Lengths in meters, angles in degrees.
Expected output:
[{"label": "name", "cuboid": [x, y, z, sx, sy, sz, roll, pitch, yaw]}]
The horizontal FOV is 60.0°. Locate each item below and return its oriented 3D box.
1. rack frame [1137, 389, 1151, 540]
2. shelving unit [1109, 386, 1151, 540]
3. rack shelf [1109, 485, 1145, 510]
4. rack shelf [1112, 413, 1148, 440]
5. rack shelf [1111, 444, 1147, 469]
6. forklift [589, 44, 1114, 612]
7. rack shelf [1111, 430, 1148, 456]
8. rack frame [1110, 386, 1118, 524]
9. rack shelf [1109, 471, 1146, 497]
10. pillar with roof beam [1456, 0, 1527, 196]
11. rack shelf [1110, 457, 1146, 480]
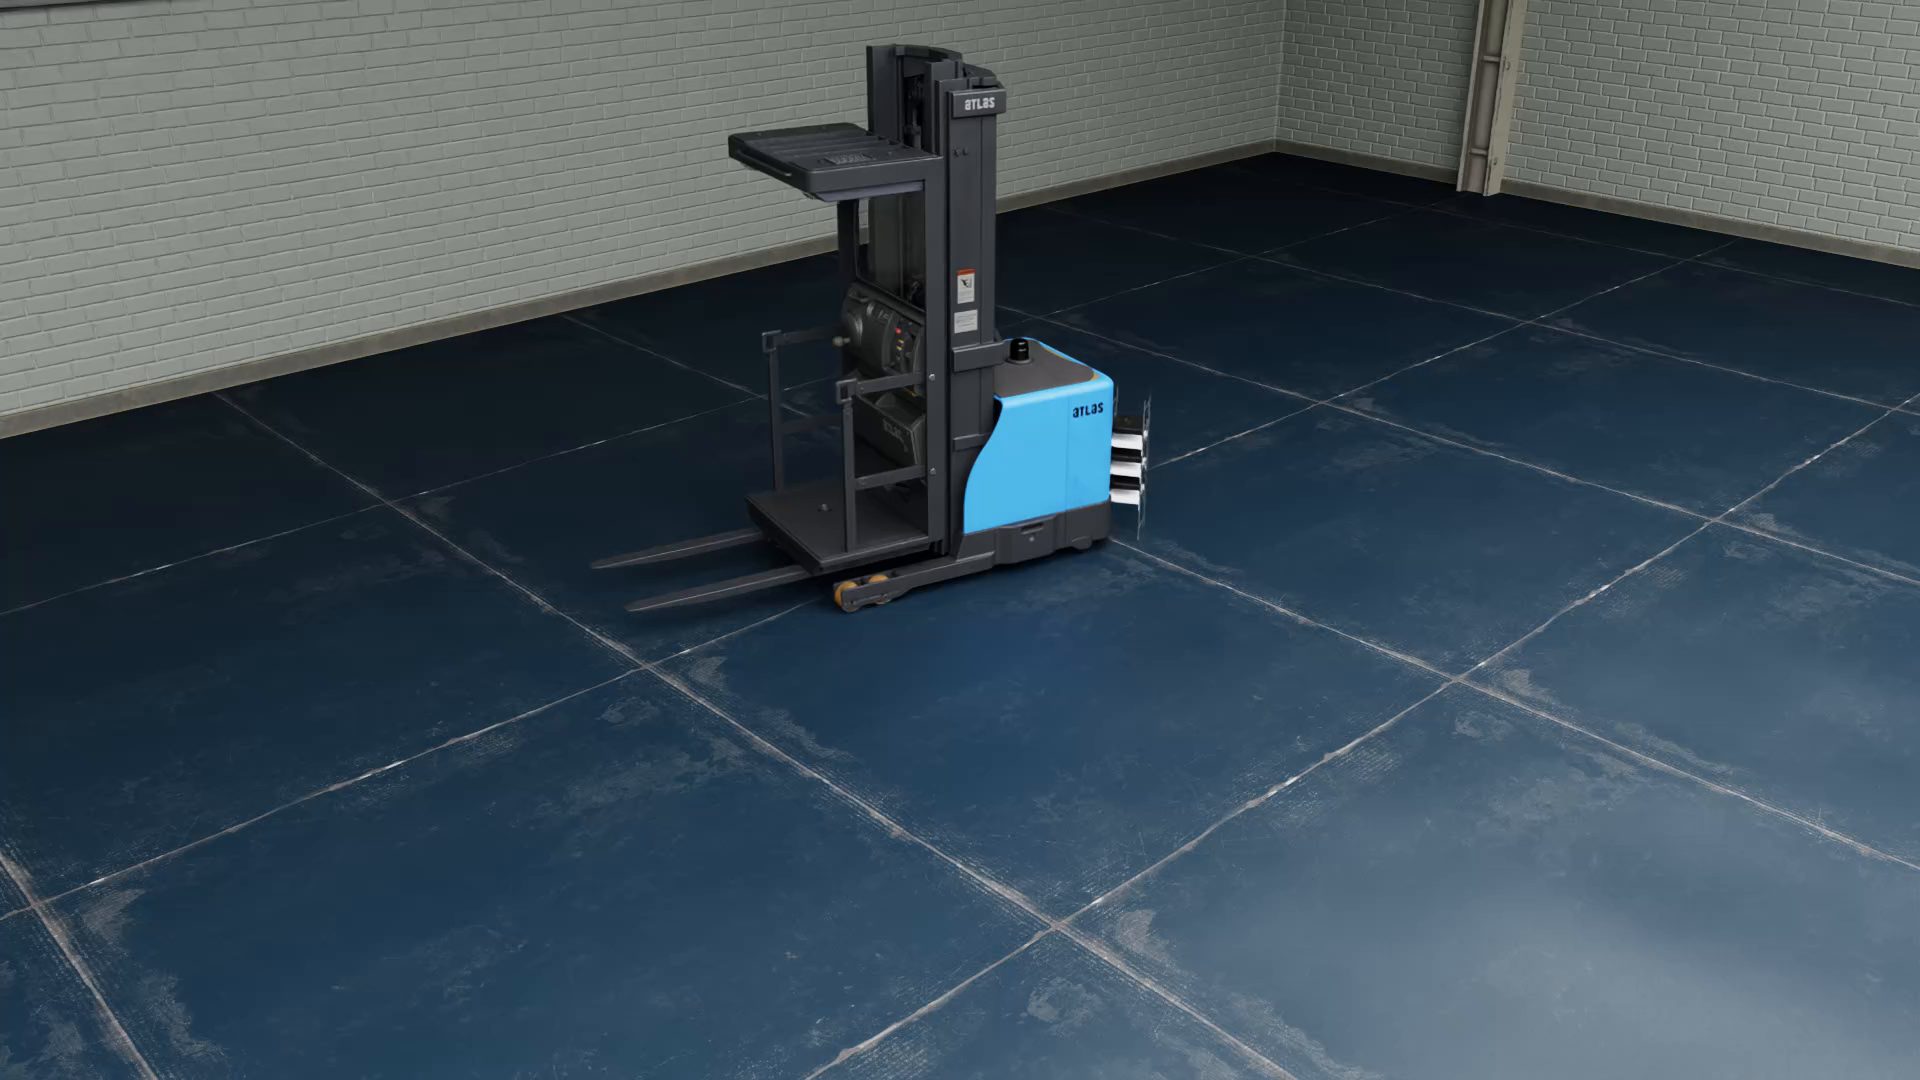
[{"label": "rack frame", "cuboid": [1.128, -0.460, 10.173, 0.006, 0.900, 0.240, 6, 25, 13]}, {"label": "shelving unit", "cuboid": [1.029, -0.470, 10.197, 0.210, 0.900, 0.258, 6, 25, 13]}, {"label": "rack shelf", "cuboid": [1.029, -0.276, 10.285, 0.200, 0.077, 0.258, 6, 25, 13]}, {"label": "rack shelf", "cuboid": [1.029, -0.686, 10.099, 0.200, 0.077, 0.258, 6, 25, 13]}, {"label": "rack shelf", "cuboid": [1.029, -0.522, 10.173, 0.200, 0.077, 0.258, 6, 25, 13]}, {"label": "forklift", "cuboid": [-0.620, -1.178, 9.301, 3.031, 2.935, 1.130, -13, 28, -27]}, {"label": "rack shelf", "cuboid": [1.029, -0.604, 10.136, 0.200, 0.077, 0.258, 6, 25, 13]}, {"label": "rack frame", "cuboid": [0.931, -0.481, 10.220, 0.006, 0.900, 0.240, 6, 25, 13]}, {"label": "rack shelf", "cuboid": [1.029, -0.358, 10.248, 0.200, 0.077, 0.258, 6, 25, 13]}, {"label": "pillar with roof beam", "cuboid": [2.772, -6.852, 14.427, 9.100, 9.000, 0.400, -21, 32, -38]}, {"label": "rack shelf", "cuboid": [1.029, -0.440, 10.210, 0.200, 0.077, 0.258, 6, 25, 13]}]
